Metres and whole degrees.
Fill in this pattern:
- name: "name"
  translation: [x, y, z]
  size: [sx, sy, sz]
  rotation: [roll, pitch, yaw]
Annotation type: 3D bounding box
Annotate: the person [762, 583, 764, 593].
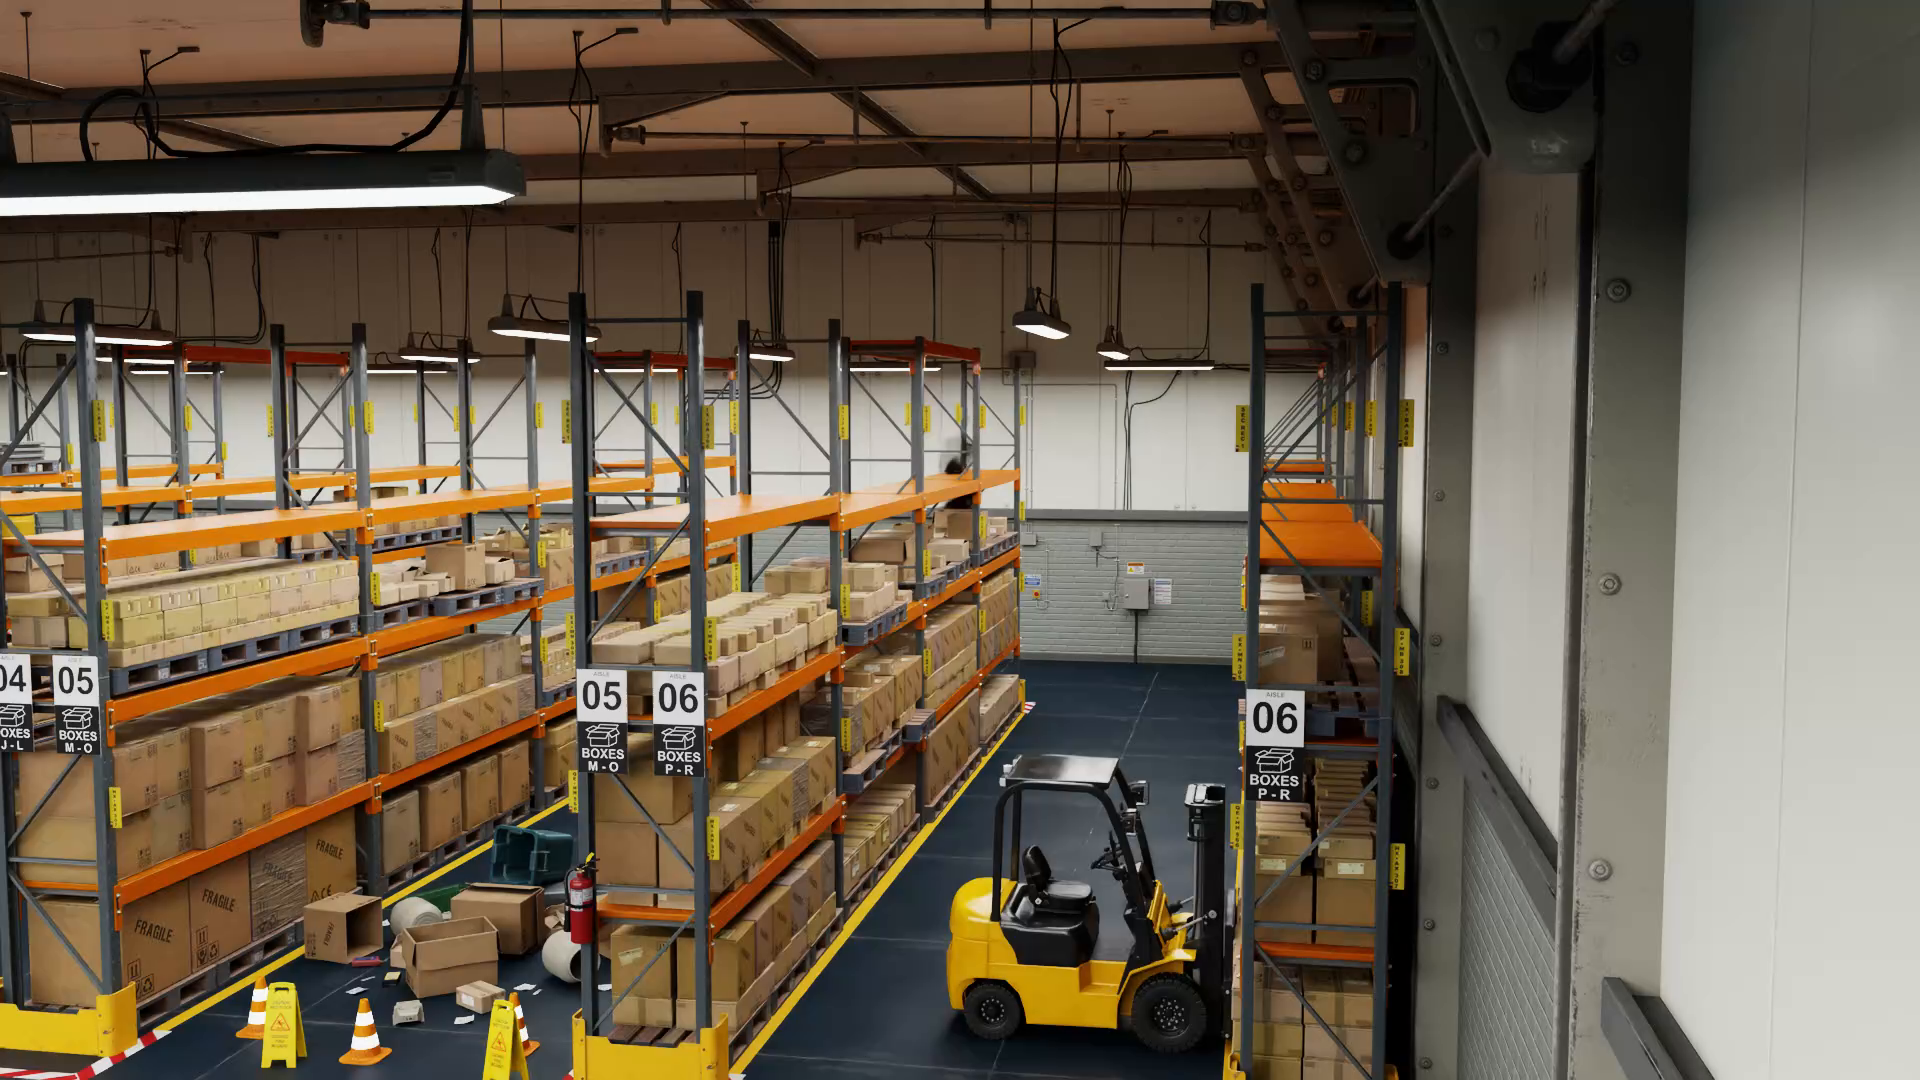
- name: "person"
  translation: [-3.422, 1.609, 29.950]
  size: [0.700, 1.715, 0.528]
  rotation: [-3, 6, -36]
